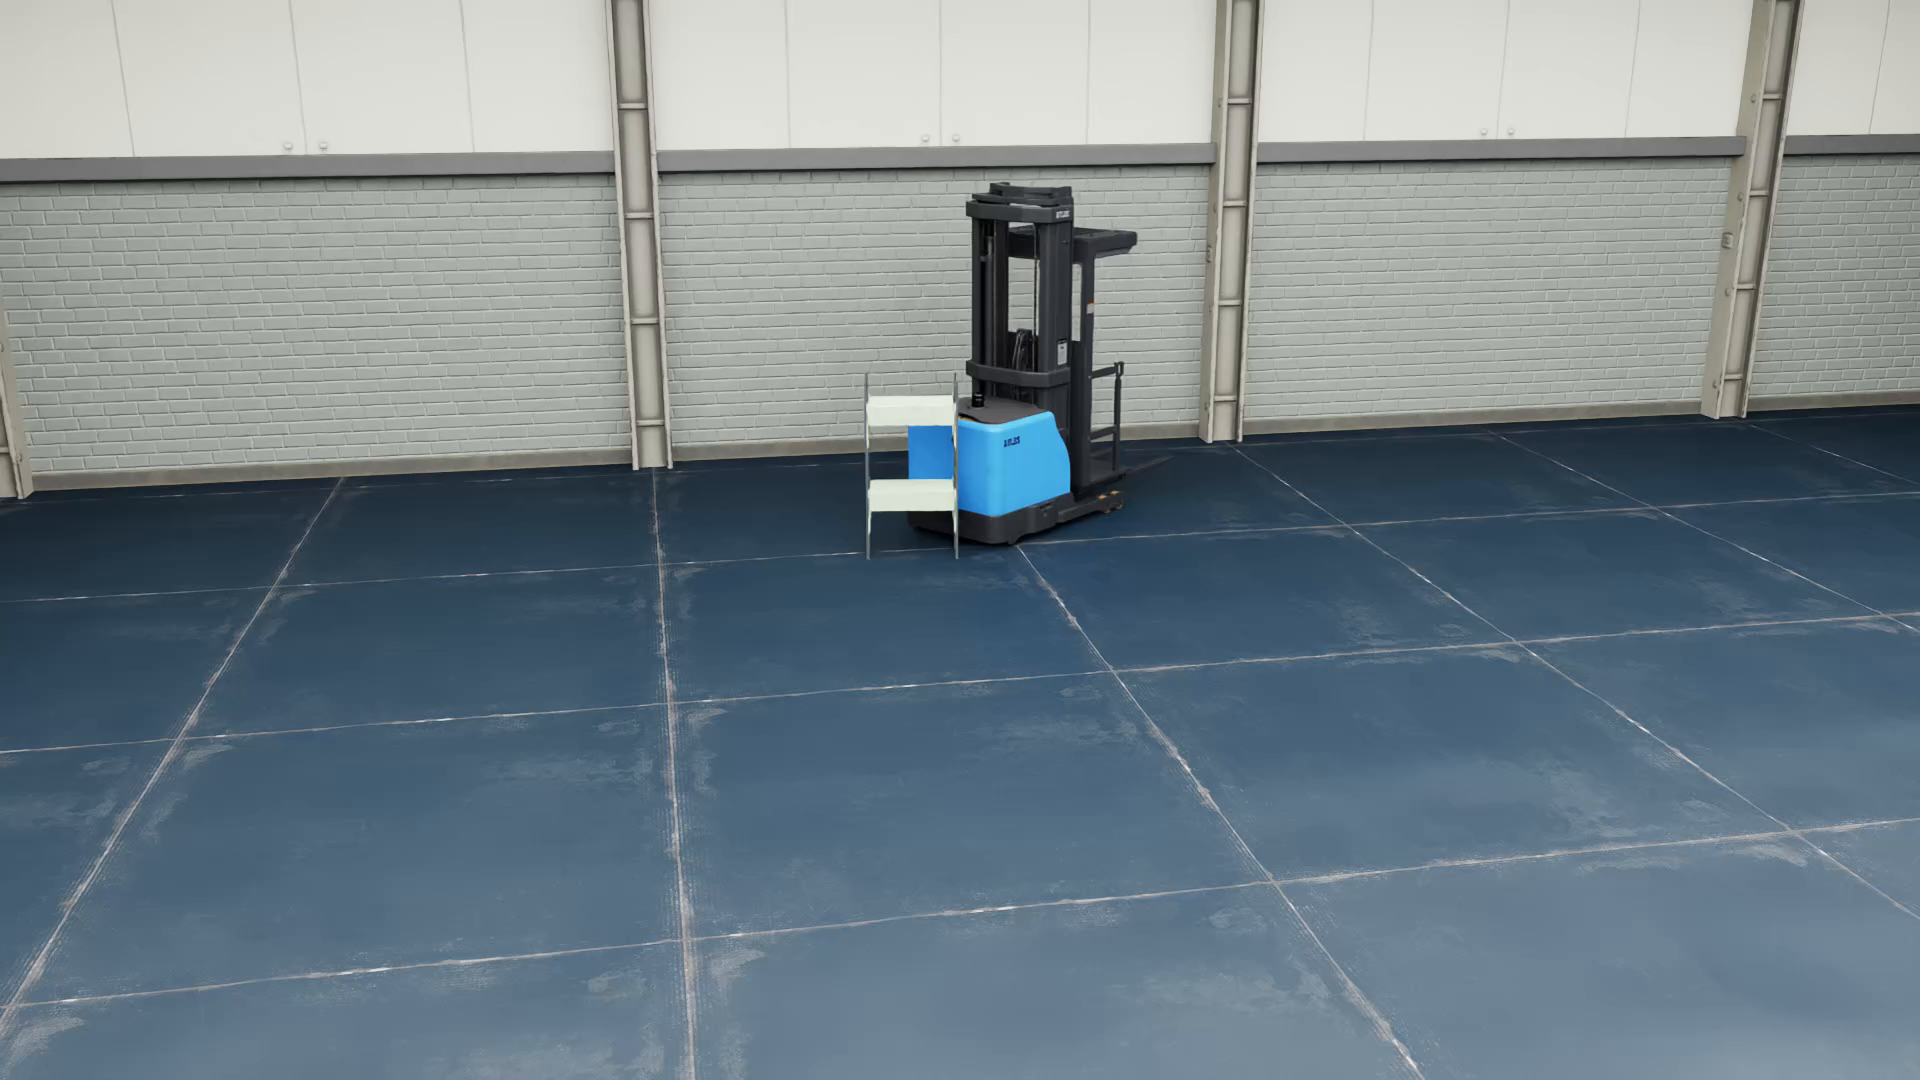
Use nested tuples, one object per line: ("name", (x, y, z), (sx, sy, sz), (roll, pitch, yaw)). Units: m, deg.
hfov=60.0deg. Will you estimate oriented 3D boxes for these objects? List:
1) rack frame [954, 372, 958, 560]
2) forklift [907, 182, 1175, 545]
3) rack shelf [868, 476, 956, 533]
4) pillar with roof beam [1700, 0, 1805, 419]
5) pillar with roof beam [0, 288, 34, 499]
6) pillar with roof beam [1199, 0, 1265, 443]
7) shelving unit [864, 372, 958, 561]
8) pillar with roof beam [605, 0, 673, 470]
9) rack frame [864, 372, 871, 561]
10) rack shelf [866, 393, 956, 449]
("rack frame", (-0.033, -0.611, 13.748), (0.023, 1.500, 0.400), (-1, 17, -2))
("forklift", (0.871, -1.725, 14.937), (1.130, 2.935, 3.031), (14, 22, 38))
("rack shelf", (-0.399, -0.296, 13.832), (0.720, 0.370, 0.431), (-1, 17, -2))
("pillar with roof beam", (9.501, -4.484, 13.583), (0.400, 9.000, 9.100), (-3, 17, -10))
("pillar with roof beam", (-8.172, -3.481, 10.318), (0.400, 9.000, 9.100), (-3, 17, -10))
("pillar with roof beam", (3.610, -4.149, 12.495), (0.400, 9.000, 9.100), (-3, 17, -10))
("shelving unit", (-0.399, -0.608, 13.737), (0.755, 1.500, 0.431), (-1, 17, -2))
("pillar with roof beam", (-2.281, -3.815, 11.406), (0.400, 9.000, 9.100), (-3, 17, -10))
("rack frame", (-0.765, -0.605, 13.726), (0.023, 1.500, 0.400), (-1, 17, -2))
("rack shelf", (-0.399, -0.981, 13.622), (0.720, 0.370, 0.431), (-1, 17, -2))
